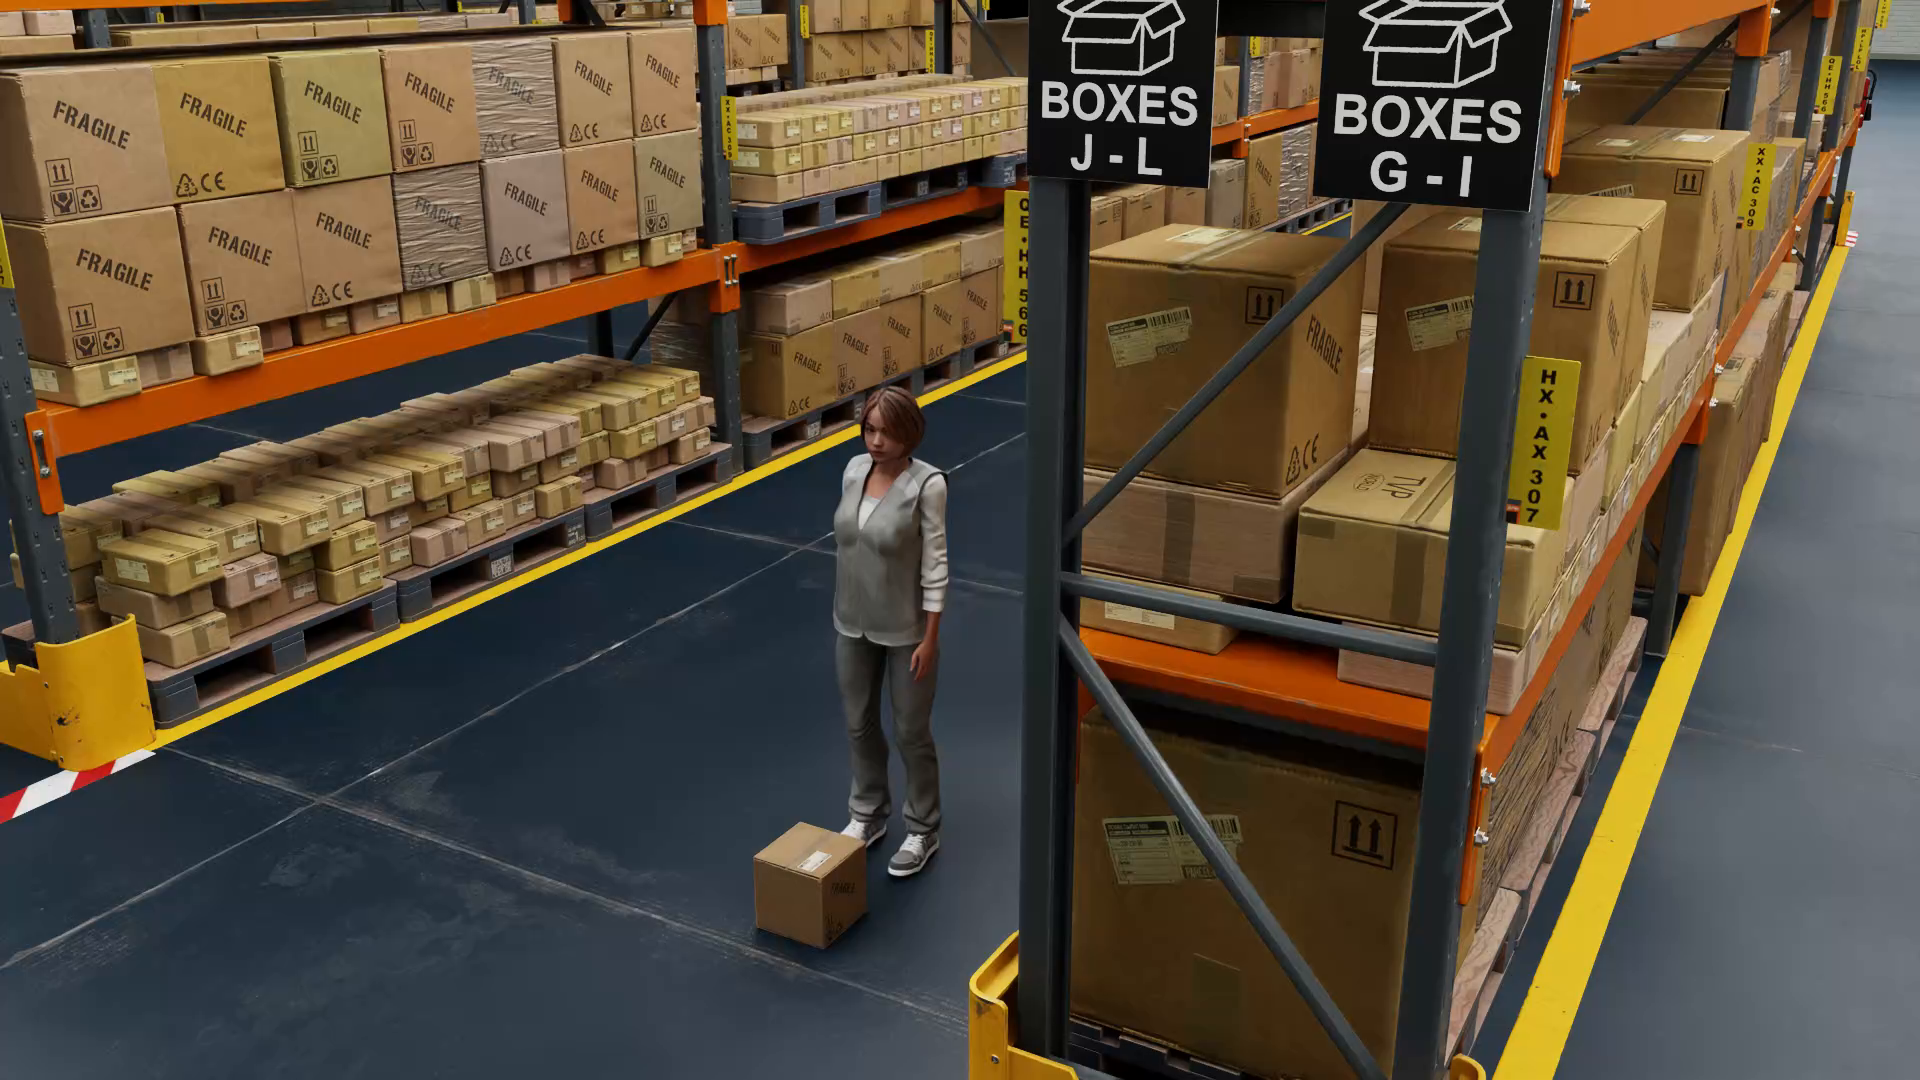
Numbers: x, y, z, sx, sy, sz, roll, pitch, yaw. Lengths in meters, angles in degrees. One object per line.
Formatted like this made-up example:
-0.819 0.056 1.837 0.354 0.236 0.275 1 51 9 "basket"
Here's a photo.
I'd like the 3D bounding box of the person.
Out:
-0.218 0.298 5.267 0.406 1.594 0.302 11 23 29 "person"
